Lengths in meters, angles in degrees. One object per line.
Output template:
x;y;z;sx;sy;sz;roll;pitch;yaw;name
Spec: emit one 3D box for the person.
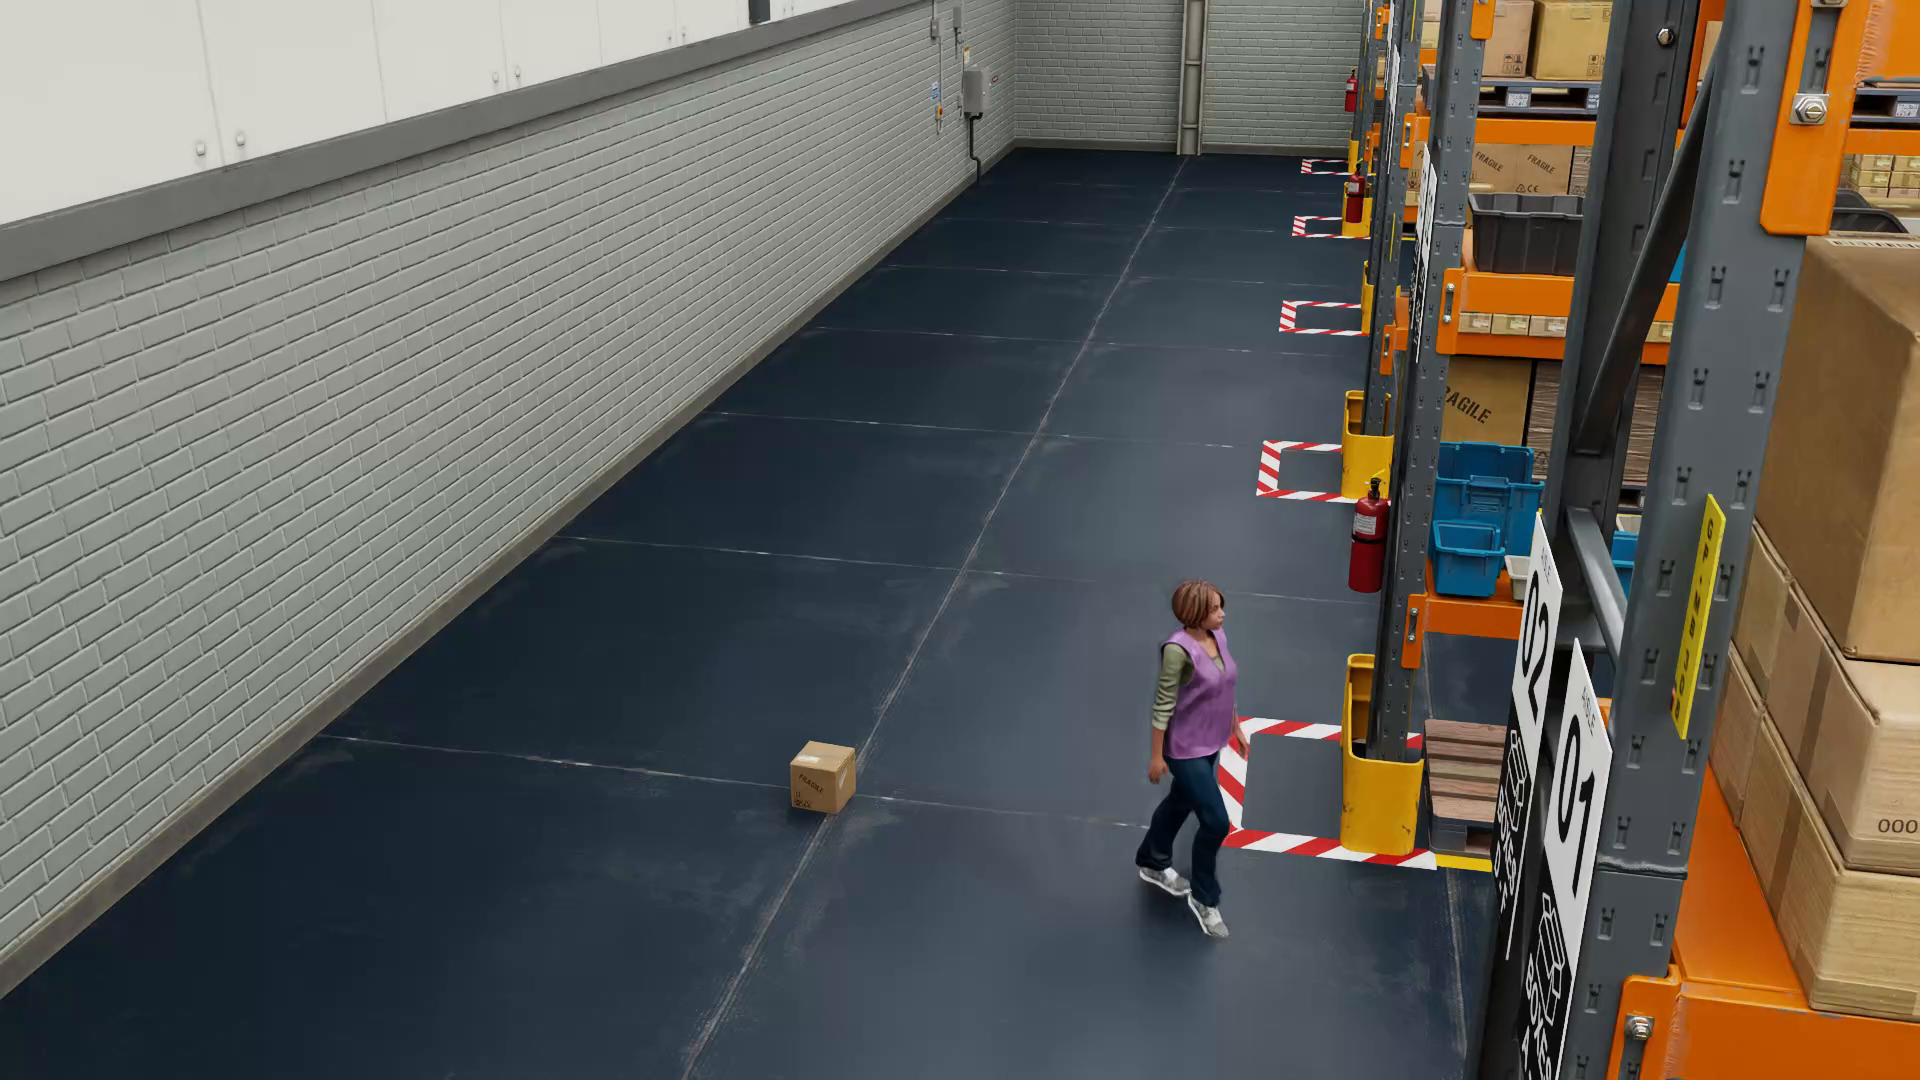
1.036;0.928;7.314;0.552;1.647;0.452;15;26;32;person
